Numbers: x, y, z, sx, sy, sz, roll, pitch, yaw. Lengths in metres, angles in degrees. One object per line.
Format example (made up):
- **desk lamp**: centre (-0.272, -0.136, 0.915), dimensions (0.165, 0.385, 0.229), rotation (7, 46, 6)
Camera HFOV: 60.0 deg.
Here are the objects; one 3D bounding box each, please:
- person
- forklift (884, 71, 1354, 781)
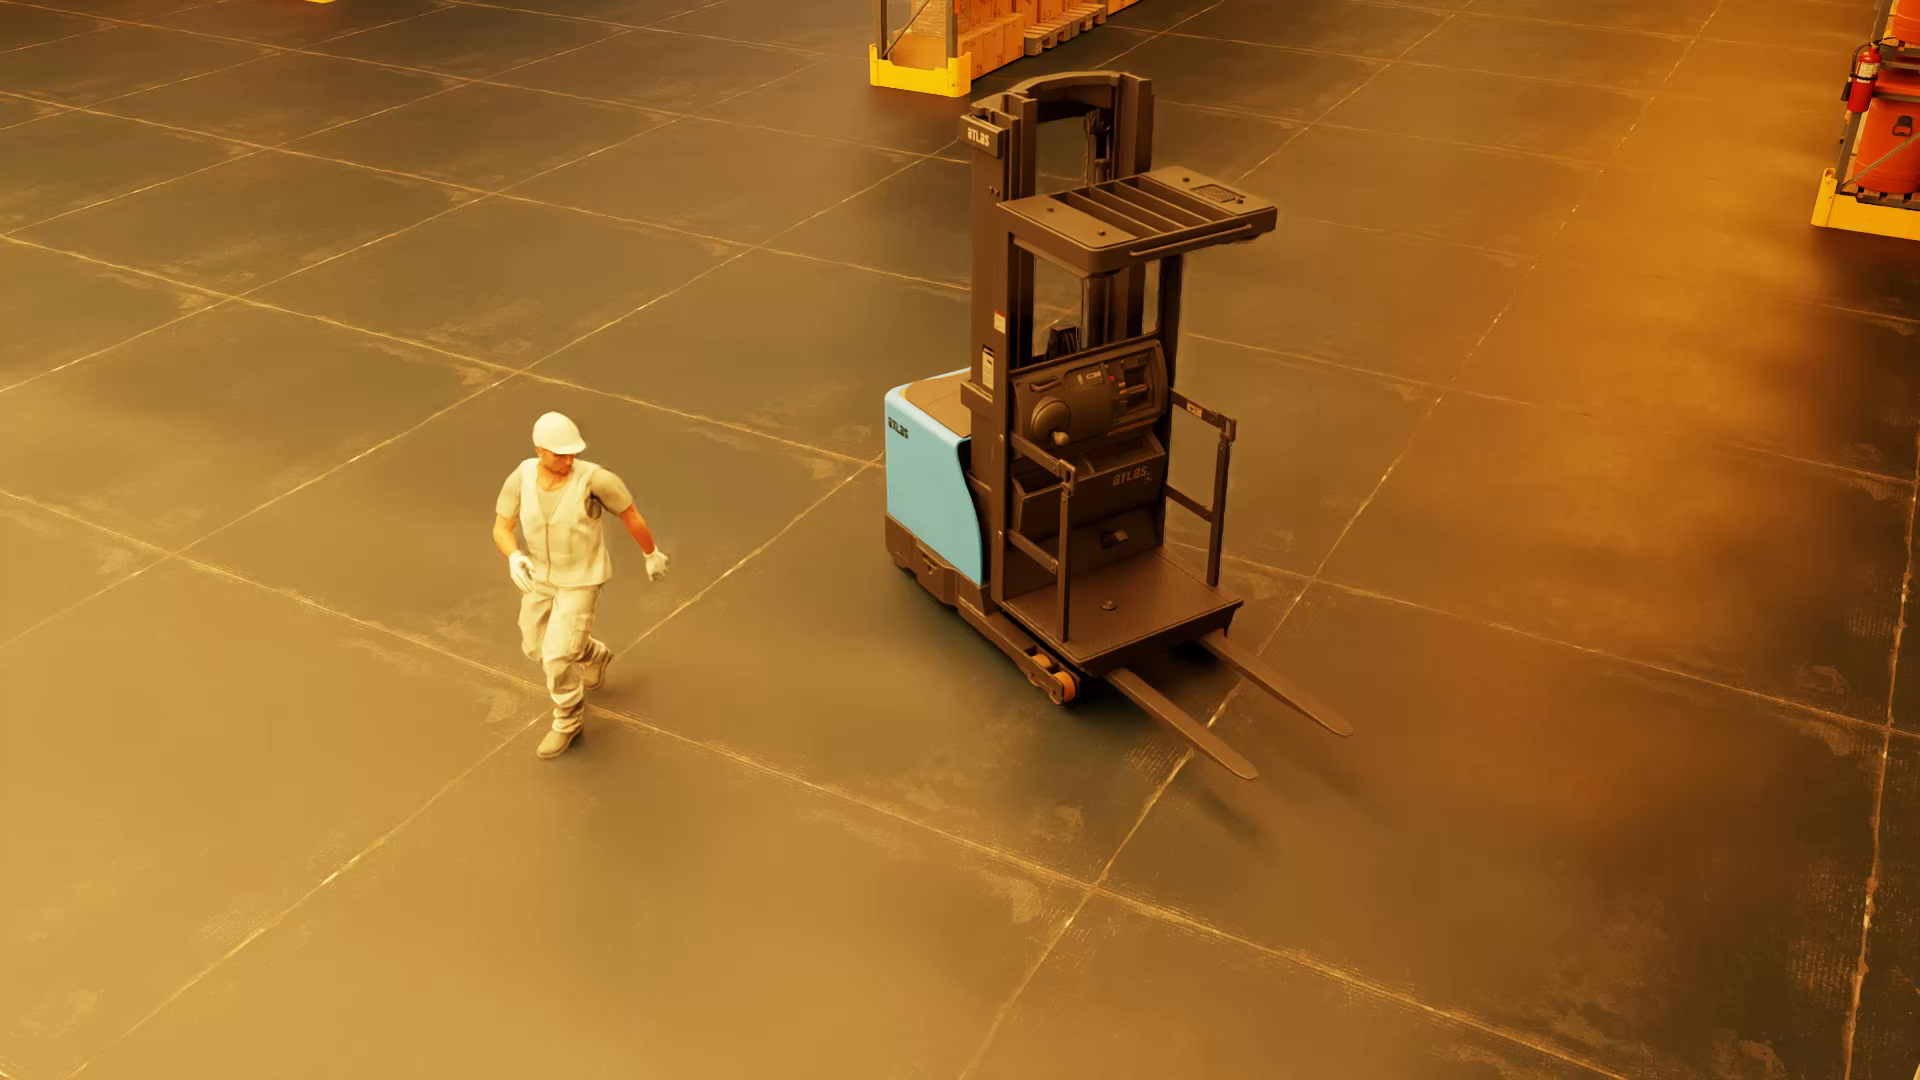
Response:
- **person**: centre (-1.870, 0.169, 8.018), dimensions (0.628, 1.707, 0.785), rotation (16, 33, 25)
- **forklift**: centre (0.785, -0.697, 8.278), dimensions (1.130, 2.935, 3.031), rotation (-18, 35, -28)
